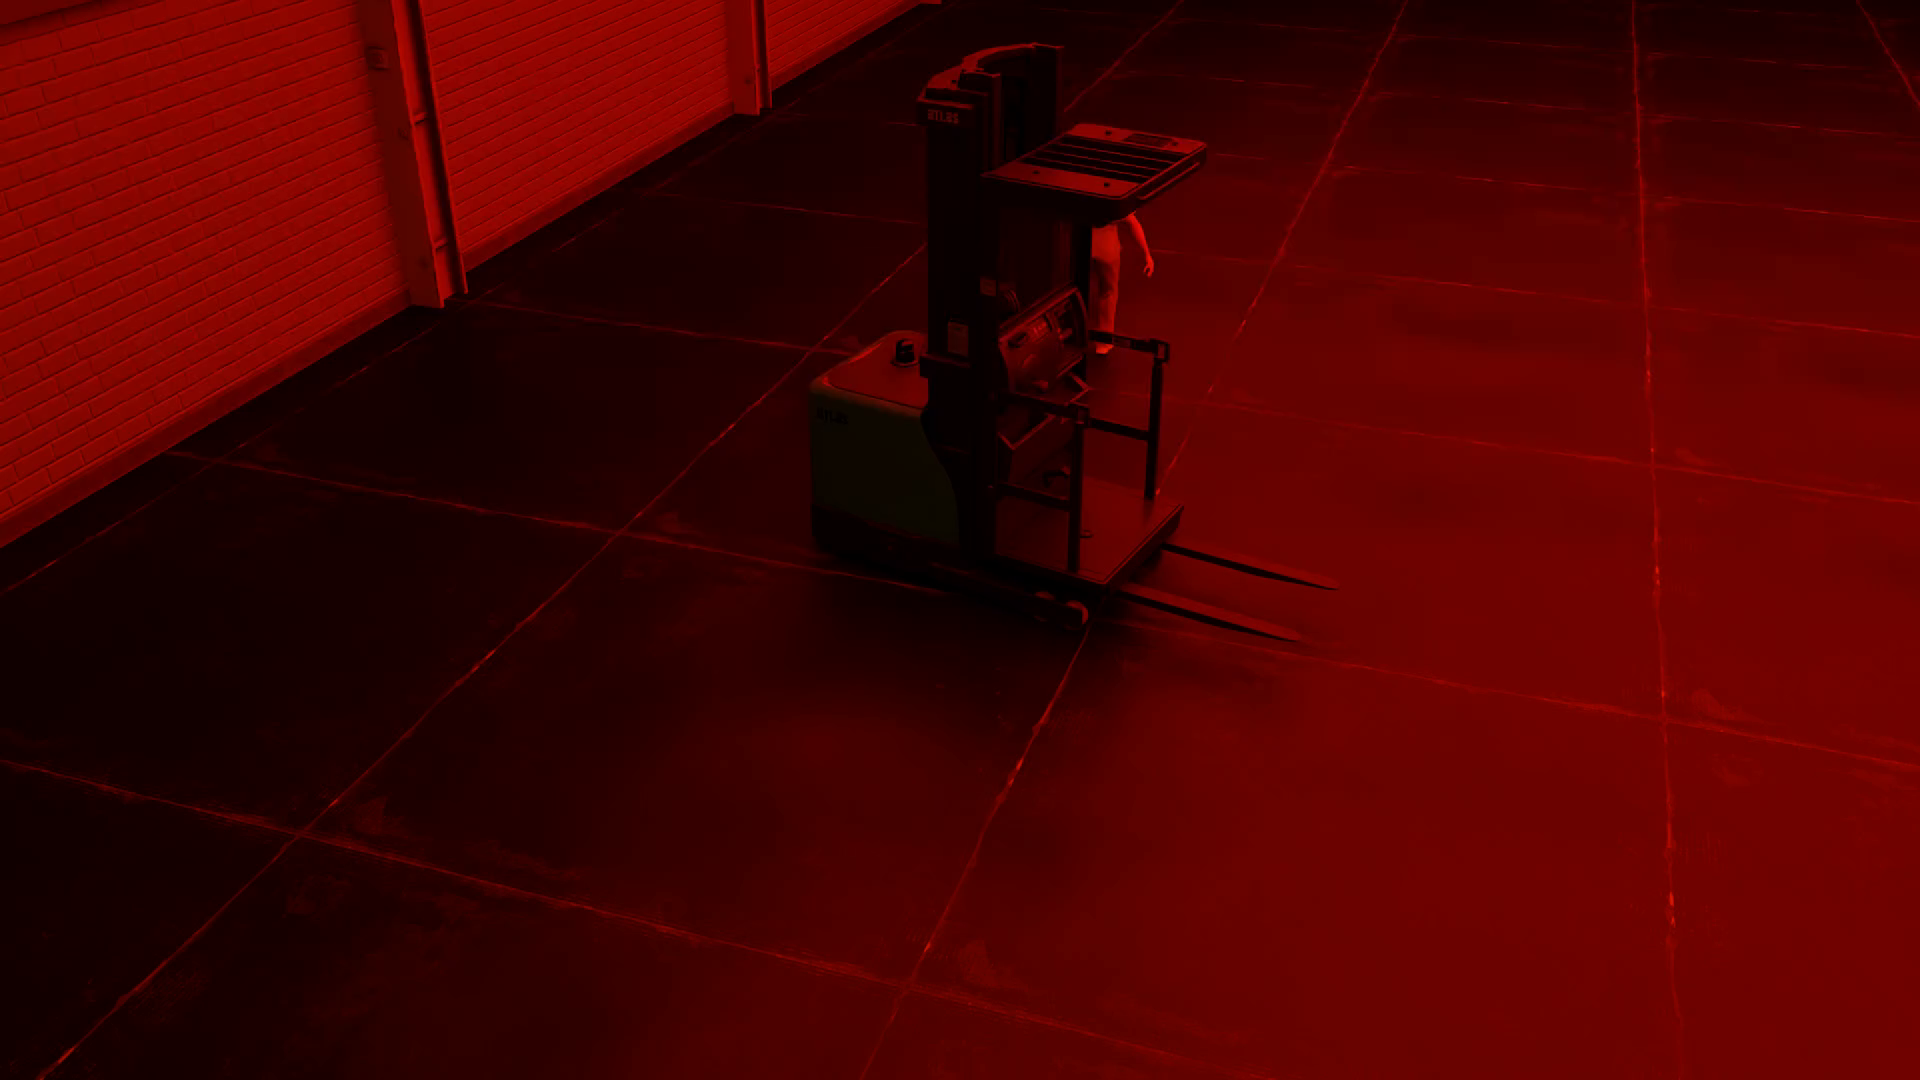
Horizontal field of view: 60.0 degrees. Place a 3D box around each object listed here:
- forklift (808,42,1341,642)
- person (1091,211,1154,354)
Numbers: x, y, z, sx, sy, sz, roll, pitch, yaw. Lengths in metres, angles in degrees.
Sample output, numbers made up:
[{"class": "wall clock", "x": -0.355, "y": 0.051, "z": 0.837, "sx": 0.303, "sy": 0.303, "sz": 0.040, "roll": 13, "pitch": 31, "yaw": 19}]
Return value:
[{"class": "forklift", "x": 0.640, "y": -1.072, "z": 9.017, "sx": 3.031, "sy": 2.935, "sz": 1.130, "roll": 16, "pitch": 34, "yaw": 26}, {"class": "person", "x": 1.011, "y": -2.086, "z": 12.100, "sx": 0.846, "sy": 1.658, "sz": 0.734, "roll": 7, "pitch": 30, "yaw": 12}]
